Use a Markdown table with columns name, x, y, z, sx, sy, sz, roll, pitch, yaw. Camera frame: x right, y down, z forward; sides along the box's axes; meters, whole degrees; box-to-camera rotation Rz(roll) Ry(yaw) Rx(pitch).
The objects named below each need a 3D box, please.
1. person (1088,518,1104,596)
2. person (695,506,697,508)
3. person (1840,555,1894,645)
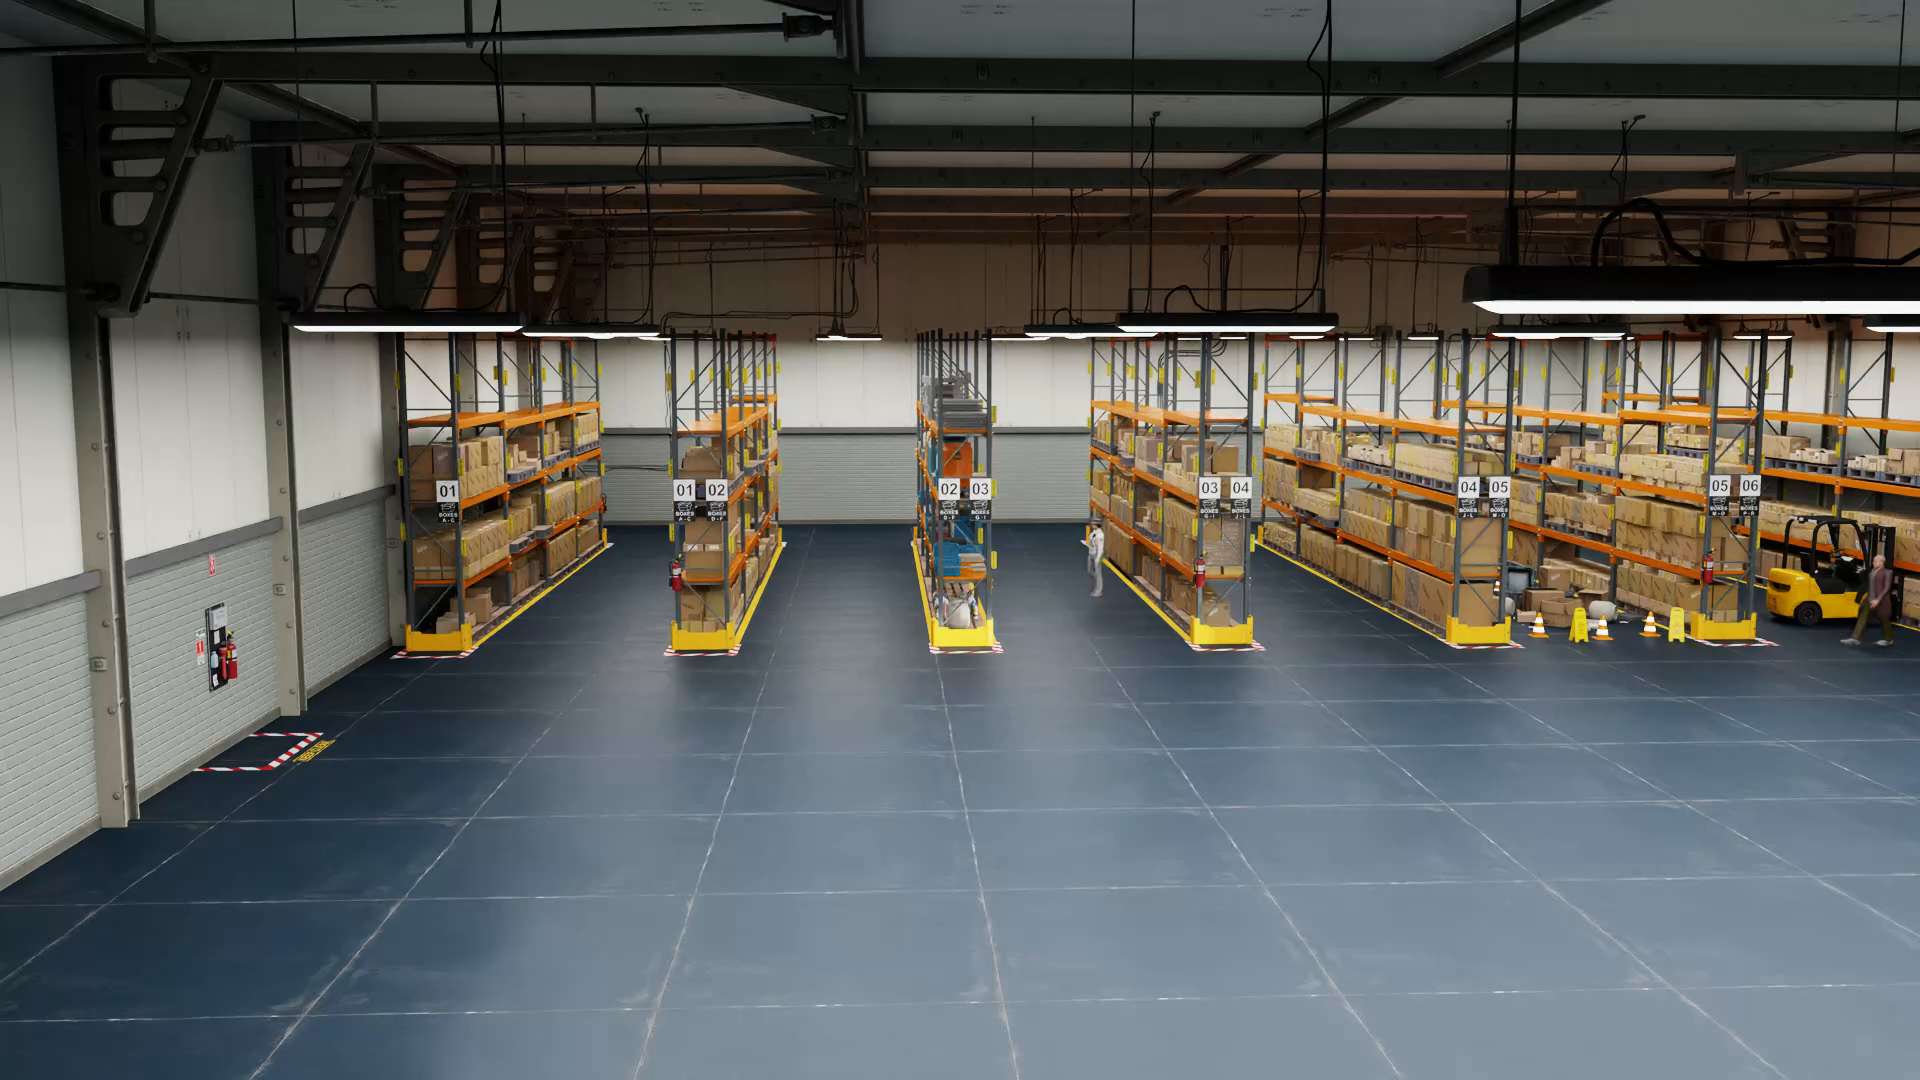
| name | x | y | z | sx | sy | sz | roll | pitch | yaw |
| --- | --- | --- | --- | --- | --- | --- | --- | --- | --- |
| person | 2.959 | 0.383 | 35.962 | 0.396 | 1.723 | 0.554 | -3 | 7 | -23 |
| person | -7.187 | -0.626 | 46.422 | 0.525 | 1.792 | 0.555 | 1 | 7 | 9 |
| person | 17.247 | 1.148 | 31.342 | 1.072 | 1.734 | 0.567 | -3 | 7 | -24 |
